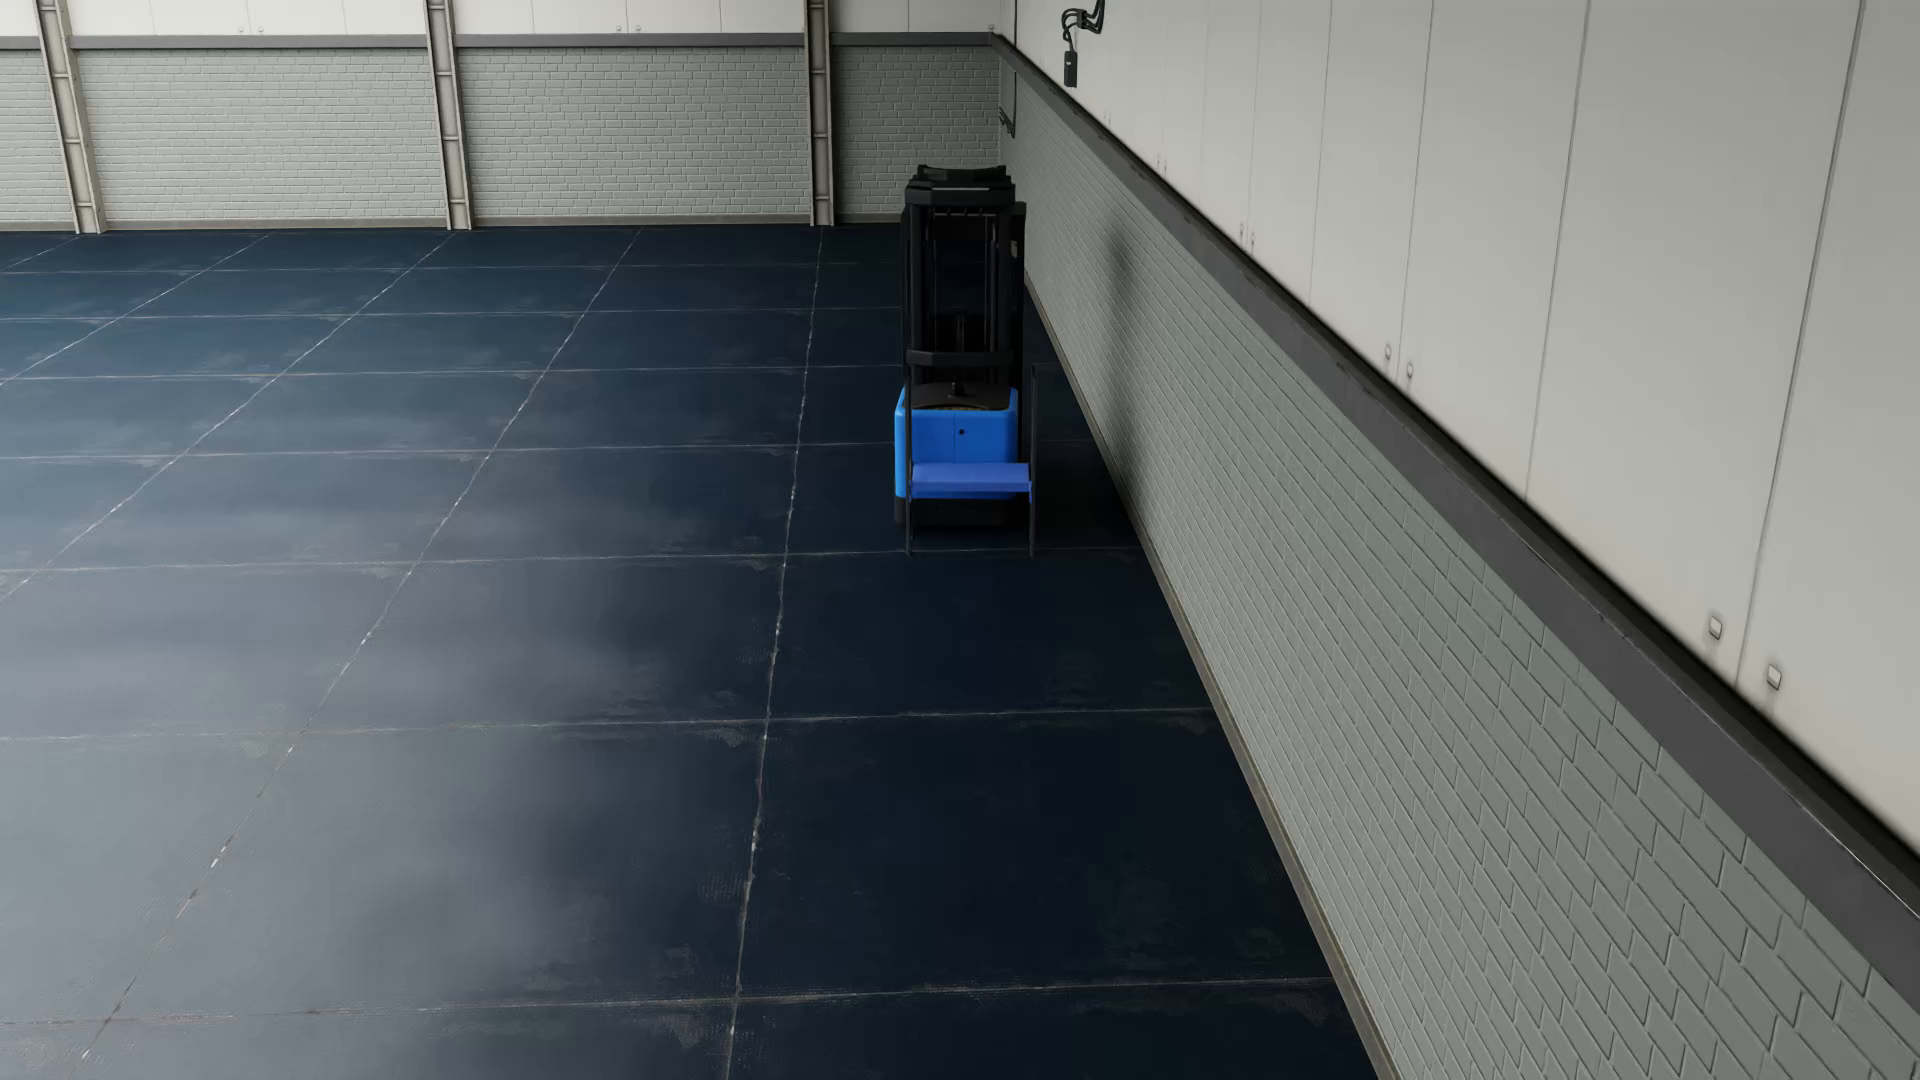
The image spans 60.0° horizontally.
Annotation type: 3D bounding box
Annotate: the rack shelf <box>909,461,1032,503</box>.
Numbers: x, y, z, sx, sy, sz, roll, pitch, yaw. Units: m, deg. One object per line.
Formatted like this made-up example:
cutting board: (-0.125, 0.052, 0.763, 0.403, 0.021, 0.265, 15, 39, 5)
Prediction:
rack shelf: (0.089, -0.481, 13.714, 1.000, 0.185, 0.538, 0, 21, 1)

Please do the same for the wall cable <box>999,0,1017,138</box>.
wall cable: (0.700, -7.669, 25.913, 0.112, 2.526, 3.097, -1, 21, -3)

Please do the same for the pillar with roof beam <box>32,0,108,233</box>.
pillar with roof beam: (-14.051, -7.757, 21.780, 0.400, 9.000, 9.100, -1, 21, -3)

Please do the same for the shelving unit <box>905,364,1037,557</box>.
shelving unit: (0.089, -0.649, 13.650, 1.048, 1.500, 0.538, 0, 21, 1)

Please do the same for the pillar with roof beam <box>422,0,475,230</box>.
pillar with roof beam: (-8.061, -7.879, 22.100, 0.400, 9.000, 9.100, -1, 21, -3)

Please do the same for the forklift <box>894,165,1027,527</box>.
forklift: (0.037, -1.962, 15.086, 1.130, 2.935, 3.031, 1, 21, 3)

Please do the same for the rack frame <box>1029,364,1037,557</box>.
rack frame: (0.597, -0.647, 13.643, 0.032, 1.500, 0.500, 0, 21, 1)

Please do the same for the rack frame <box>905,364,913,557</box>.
rack frame: (-0.419, -0.652, 13.657, 0.032, 1.500, 0.500, 0, 21, 1)

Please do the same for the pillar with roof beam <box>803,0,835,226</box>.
pillar with roof beam: (-2.071, -8.001, 22.421, 0.400, 9.000, 9.100, -1, 21, -3)
